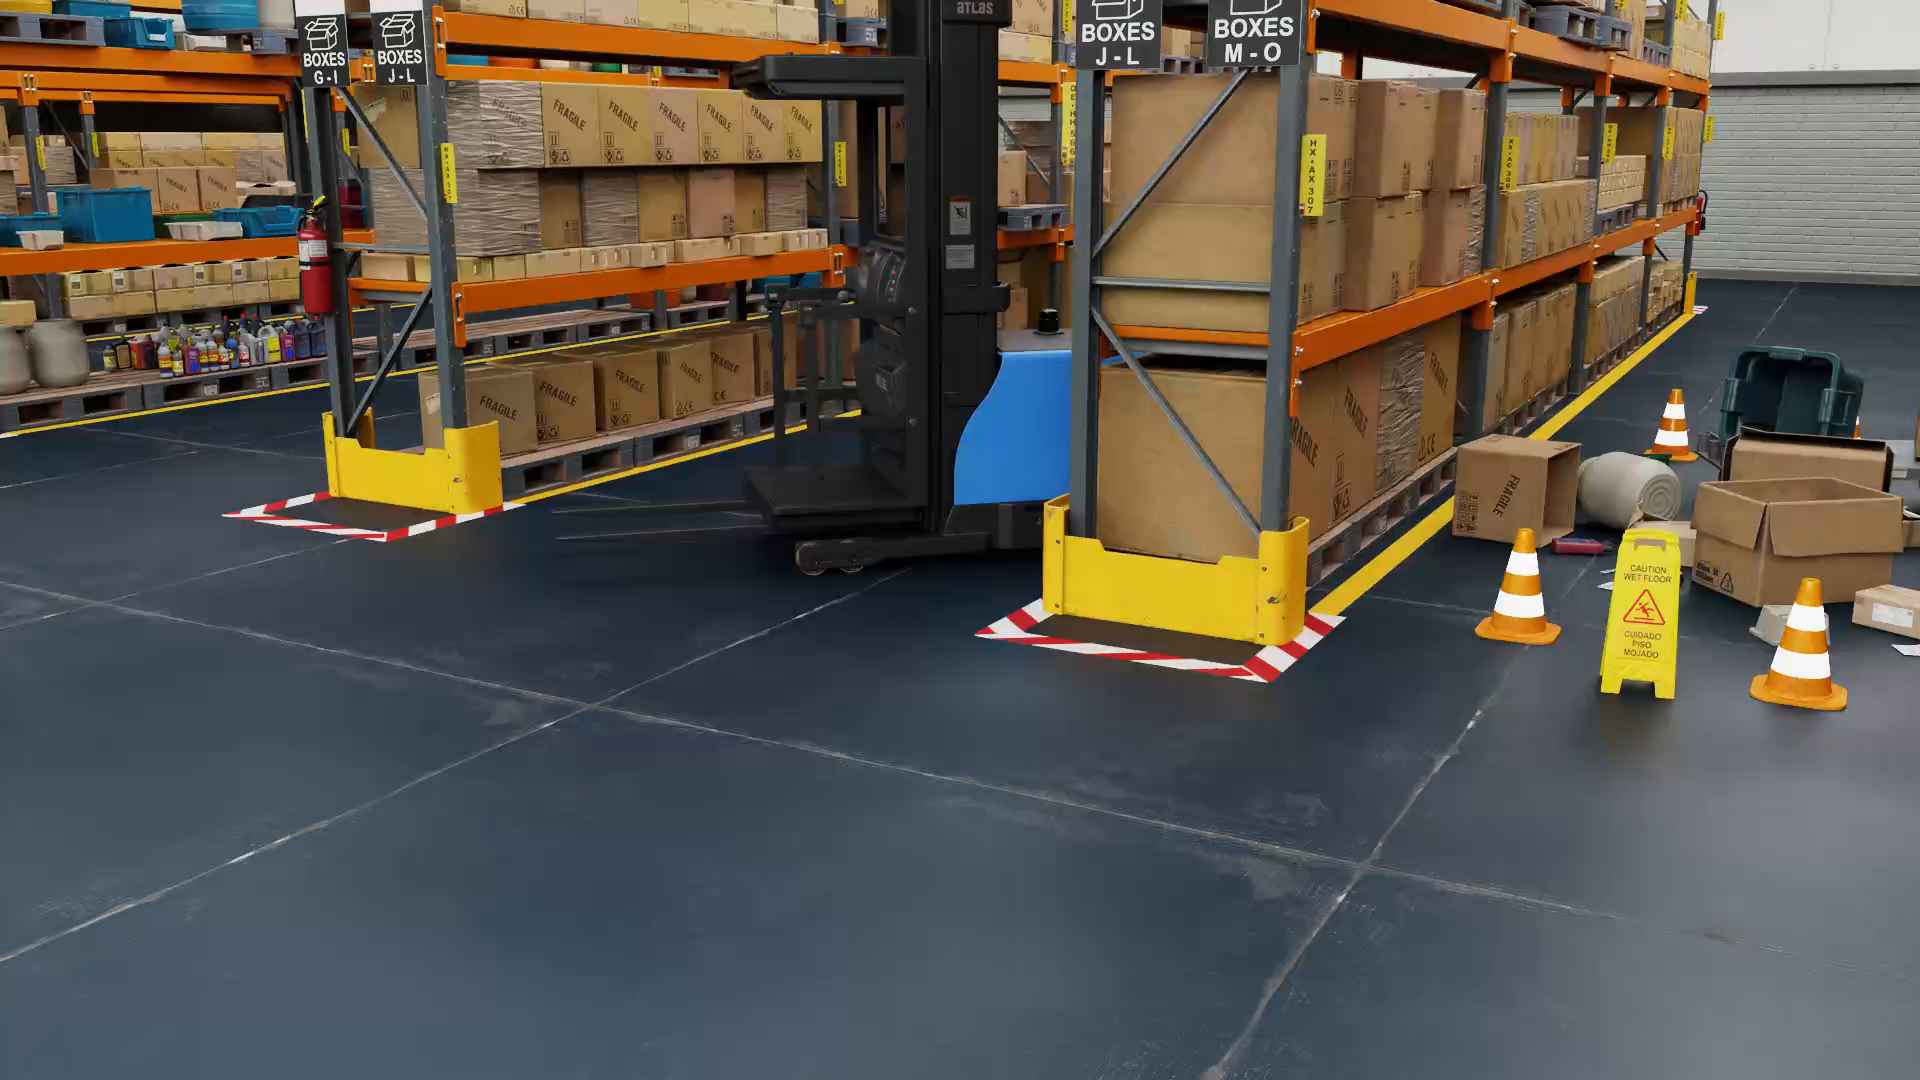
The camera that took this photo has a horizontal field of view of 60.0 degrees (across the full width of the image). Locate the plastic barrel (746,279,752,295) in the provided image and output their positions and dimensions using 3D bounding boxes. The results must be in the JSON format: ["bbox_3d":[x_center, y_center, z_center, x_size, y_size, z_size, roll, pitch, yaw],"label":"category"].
[{"bbox_3d":[-2.833,-3.344,20.915,0.421,0.512,0.421,0,14,0],"label":"plastic barrel"}]

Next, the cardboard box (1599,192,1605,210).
[{"bbox_3d":[5.486,-3.006,14.744,0.380,0.149,0.250,8,16,31],"label":"cardboard box"}]

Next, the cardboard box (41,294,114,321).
[{"bbox_3d":[-9.652,-2.552,18.191,0.500,0.250,0.500,7,15,27],"label":"cardboard box"}]

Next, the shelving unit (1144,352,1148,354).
[{"bbox_3d":[1.165,-0.829,10.072,0.538,1.125,1.048,4,14,14],"label":"shelving unit"}]

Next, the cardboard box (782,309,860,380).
[{"bbox_3d":[-1.078,-1.629,13.786,0.700,0.500,0.500,6,15,24],"label":"cardboard box"}]

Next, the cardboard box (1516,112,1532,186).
[{"bbox_3d":[3.626,-2.771,11.781,0.700,0.500,0.500,8,15,28],"label":"cardboard box"}]

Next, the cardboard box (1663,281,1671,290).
[{"bbox_3d":[8.067,-2.944,19.395,0.380,0.149,0.250,8,16,31],"label":"cardboard box"}]

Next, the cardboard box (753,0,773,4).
[{"bbox_3d":[-1.552,-3.881,11.801,0.380,0.149,0.250,7,15,25],"label":"cardboard box"}]

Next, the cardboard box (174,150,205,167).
[{"bbox_3d":[-11.507,-5.493,24.528,0.500,0.500,0.500,7,15,28],"label":"cardboard box"}]

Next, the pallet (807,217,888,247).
[{"bbox_3d":[-0.897,-2.554,13.637,1.003,0.211,1.213,7,15,28],"label":"pallet"}]

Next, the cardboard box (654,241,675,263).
[{"bbox_3d":[-2.166,-1.959,11.295,0.380,0.149,0.250,7,15,28],"label":"cardboard box"}]

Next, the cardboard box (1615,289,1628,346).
[{"bbox_3d":[6.130,-2.164,16.048,0.500,0.500,0.500,7,15,27],"label":"cardboard box"}]

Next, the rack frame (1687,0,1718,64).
[{"bbox_3d":[8.701,-7.303,20.125,1.000,3.000,0.127,7,15,28],"label":"rack frame"}]

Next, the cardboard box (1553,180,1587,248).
[{"bbox_3d":[4.608,-2.569,13.075,0.500,0.500,0.500,7,15,28],"label":"cardboard box"}]

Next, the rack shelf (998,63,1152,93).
[{"bbox_3d":[1.507,-4.847,17.871,1.077,0.370,4.000,7,15,28],"label":"rack shelf"}]

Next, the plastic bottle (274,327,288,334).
[{"bbox_3d":[-6.023,-1.766,14.829,0.152,0.276,0.135,7,15,28],"label":"plastic bottle"}]

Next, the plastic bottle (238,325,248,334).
[{"bbox_3d":[-6.447,-1.794,14.956,0.097,0.271,0.097,0,14,0],"label":"plastic bottle"}]

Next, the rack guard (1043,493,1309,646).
[{"bbox_3d":[0.954,0.116,7.484,1.175,0.500,0.348,7,15,28],"label":"rack guard"}]

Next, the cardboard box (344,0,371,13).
[{"bbox_3d":[-3.316,-3.199,9.824,0.500,0.250,0.500,8,16,29],"label":"cardboard box"}]

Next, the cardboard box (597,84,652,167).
[{"bbox_3d":[-2.334,-2.652,10.653,0.500,0.500,0.500,7,15,28],"label":"cardboard box"}]

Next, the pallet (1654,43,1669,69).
[{"bbox_3d":[6.375,-4.818,16.619,1.213,0.211,1.003,7,15,28],"label":"pallet"}]

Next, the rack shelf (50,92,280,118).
[{"bbox_3d":[-11.501,-6.530,24.855,1.077,0.370,4.000,7,15,28],"label":"rack shelf"}]

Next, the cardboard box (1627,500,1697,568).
[{"bbox_3d":[3.681,-0.034,8.608,0.396,0.266,0.258,11,17,38],"label":"cardboard box"}]

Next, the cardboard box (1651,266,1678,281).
[{"bbox_3d":[8.219,-3.137,19.561,0.380,0.149,0.250,8,16,30],"label":"cardboard box"}]

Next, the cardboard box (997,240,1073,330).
[{"bbox_3d":[0.892,-2.638,17.214,1.225,0.875,0.875,7,15,25],"label":"cardboard box"}]

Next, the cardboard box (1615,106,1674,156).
[{"bbox_3d":[7.198,-4.310,17.529,0.500,0.500,0.500,8,16,29],"label":"cardboard box"}]

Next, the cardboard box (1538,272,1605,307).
[{"bbox_3d":[5.379,-2.213,14.649,0.500,0.250,0.500,7,15,26],"label":"cardboard box"}]

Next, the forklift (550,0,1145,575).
[{"bbox_3d":[-0.602,-1.385,8.526,3.031,2.935,1.130,-4,14,-15],"label":"forklift"}]

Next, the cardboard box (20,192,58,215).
[{"bbox_3d":[-9.864,-3.663,18.148,0.500,0.250,0.500,9,16,32],"label":"cardboard box"}]

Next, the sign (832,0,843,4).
[{"bbox_3d":[-0.915,-4.157,12.372,0.100,0.325,0.005,7,15,28],"label":"sign"}]

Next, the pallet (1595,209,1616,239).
[{"bbox_3d":[5.085,-2.810,14.699,1.213,0.211,1.003,7,15,28],"label":"pallet"}]

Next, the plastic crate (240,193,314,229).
[{"bbox_3d":[-6.094,-2.945,14.982,0.767,0.338,0.504,7,15,28],"label":"plastic crate"}]

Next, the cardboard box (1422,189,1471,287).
[{"bbox_3d":[2.486,-1.805,9.800,0.875,0.550,0.550,7,15,28],"label":"cardboard box"}]

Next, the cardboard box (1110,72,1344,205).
[{"bbox_3d":[1.179,-1.773,7.365,0.875,0.550,0.550,7,15,28],"label":"cardboard box"}]

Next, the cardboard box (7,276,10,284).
[{"bbox_3d":[-13.121,-3.764,22.641,0.700,0.500,0.500,7,15,28],"label":"cardboard box"}]

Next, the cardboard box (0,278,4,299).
[{"bbox_3d":[-10.562,-2.803,17.629,0.500,0.500,0.500,7,15,28],"label":"cardboard box"}]

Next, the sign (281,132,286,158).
[{"bbox_3d":[-8.609,-5.035,21.216,0.100,0.325,0.005,7,15,28],"label":"sign"}]

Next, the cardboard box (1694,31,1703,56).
[{"bbox_3d":[8.205,-5.682,19.053,0.500,0.250,0.500,8,16,29],"label":"cardboard box"}]

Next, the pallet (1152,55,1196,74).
[{"bbox_3d":[2.074,-5.320,18.708,0.805,0.209,1.217,7,15,26],"label":"pallet"}]

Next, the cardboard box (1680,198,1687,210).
[{"bbox_3d":[8.426,-4.010,19.804,0.380,0.149,0.250,8,16,30],"label":"cardboard box"}]

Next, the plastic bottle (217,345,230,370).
[{"bbox_3d":[-6.252,-1.549,14.090,0.097,0.201,0.097,0,14,0],"label":"plastic bottle"}]

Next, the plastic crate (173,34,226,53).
[{"bbox_3d":[-6.151,-4.023,13.484,0.243,0.136,0.396,7,15,28],"label":"plastic crate"}]

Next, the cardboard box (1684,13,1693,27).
[{"bbox_3d":[7.797,-5.684,18.214,0.380,0.149,0.250,8,16,31],"label":"cardboard box"}]

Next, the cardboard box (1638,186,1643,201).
[{"bbox_3d":[6.748,-3.544,16.973,0.380,0.149,0.250,7,15,27],"label":"cardboard box"}]

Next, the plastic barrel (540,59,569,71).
[{"bbox_3d":[-4.206,-4.993,17.237,0.301,0.262,0.301,0,14,0],"label":"plastic barrel"}]

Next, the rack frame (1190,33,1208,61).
[{"bbox_3d":[2.474,-7.065,19.138,1.000,3.000,0.127,7,15,28],"label":"rack frame"}]

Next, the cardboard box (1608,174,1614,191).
[{"bbox_3d":[5.741,-3.262,15.169,0.380,0.149,0.250,7,15,28],"label":"cardboard box"}]

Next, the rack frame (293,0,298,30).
[{"bbox_3d":[-5.729,-5.985,14.657,1.000,3.000,0.127,7,15,28],"label":"rack frame"}]

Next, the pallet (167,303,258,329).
[{"bbox_3d":[-9.153,-2.681,19.706,1.003,0.211,1.213,7,15,28],"label":"pallet"}]

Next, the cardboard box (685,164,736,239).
[{"bbox_3d":[-2.091,-2.402,11.750,0.875,0.500,0.500,7,15,28],"label":"cardboard box"}]

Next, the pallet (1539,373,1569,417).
[{"bbox_3d":[4.386,-1.236,13.711,1.003,0.211,1.213,7,15,28],"label":"pallet"}]

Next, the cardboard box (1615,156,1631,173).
[{"bbox_3d":[6.239,-3.621,16.022,0.380,0.149,0.250,7,15,26],"label":"cardboard box"}]

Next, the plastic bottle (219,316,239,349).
[{"bbox_3d":[-6.574,-1.837,14.967,0.144,0.351,0.185,7,15,26],"label":"plastic bottle"}]

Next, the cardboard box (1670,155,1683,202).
[{"bbox_3d":[7.735,-4.034,18.516,0.500,0.500,0.500,7,15,27],"label":"cardboard box"}]

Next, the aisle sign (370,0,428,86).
[{"bbox_3d":[-3.094,-2.904,9.130,0.394,0.787,0.004,7,15,28],"label":"aisle sign"}]
